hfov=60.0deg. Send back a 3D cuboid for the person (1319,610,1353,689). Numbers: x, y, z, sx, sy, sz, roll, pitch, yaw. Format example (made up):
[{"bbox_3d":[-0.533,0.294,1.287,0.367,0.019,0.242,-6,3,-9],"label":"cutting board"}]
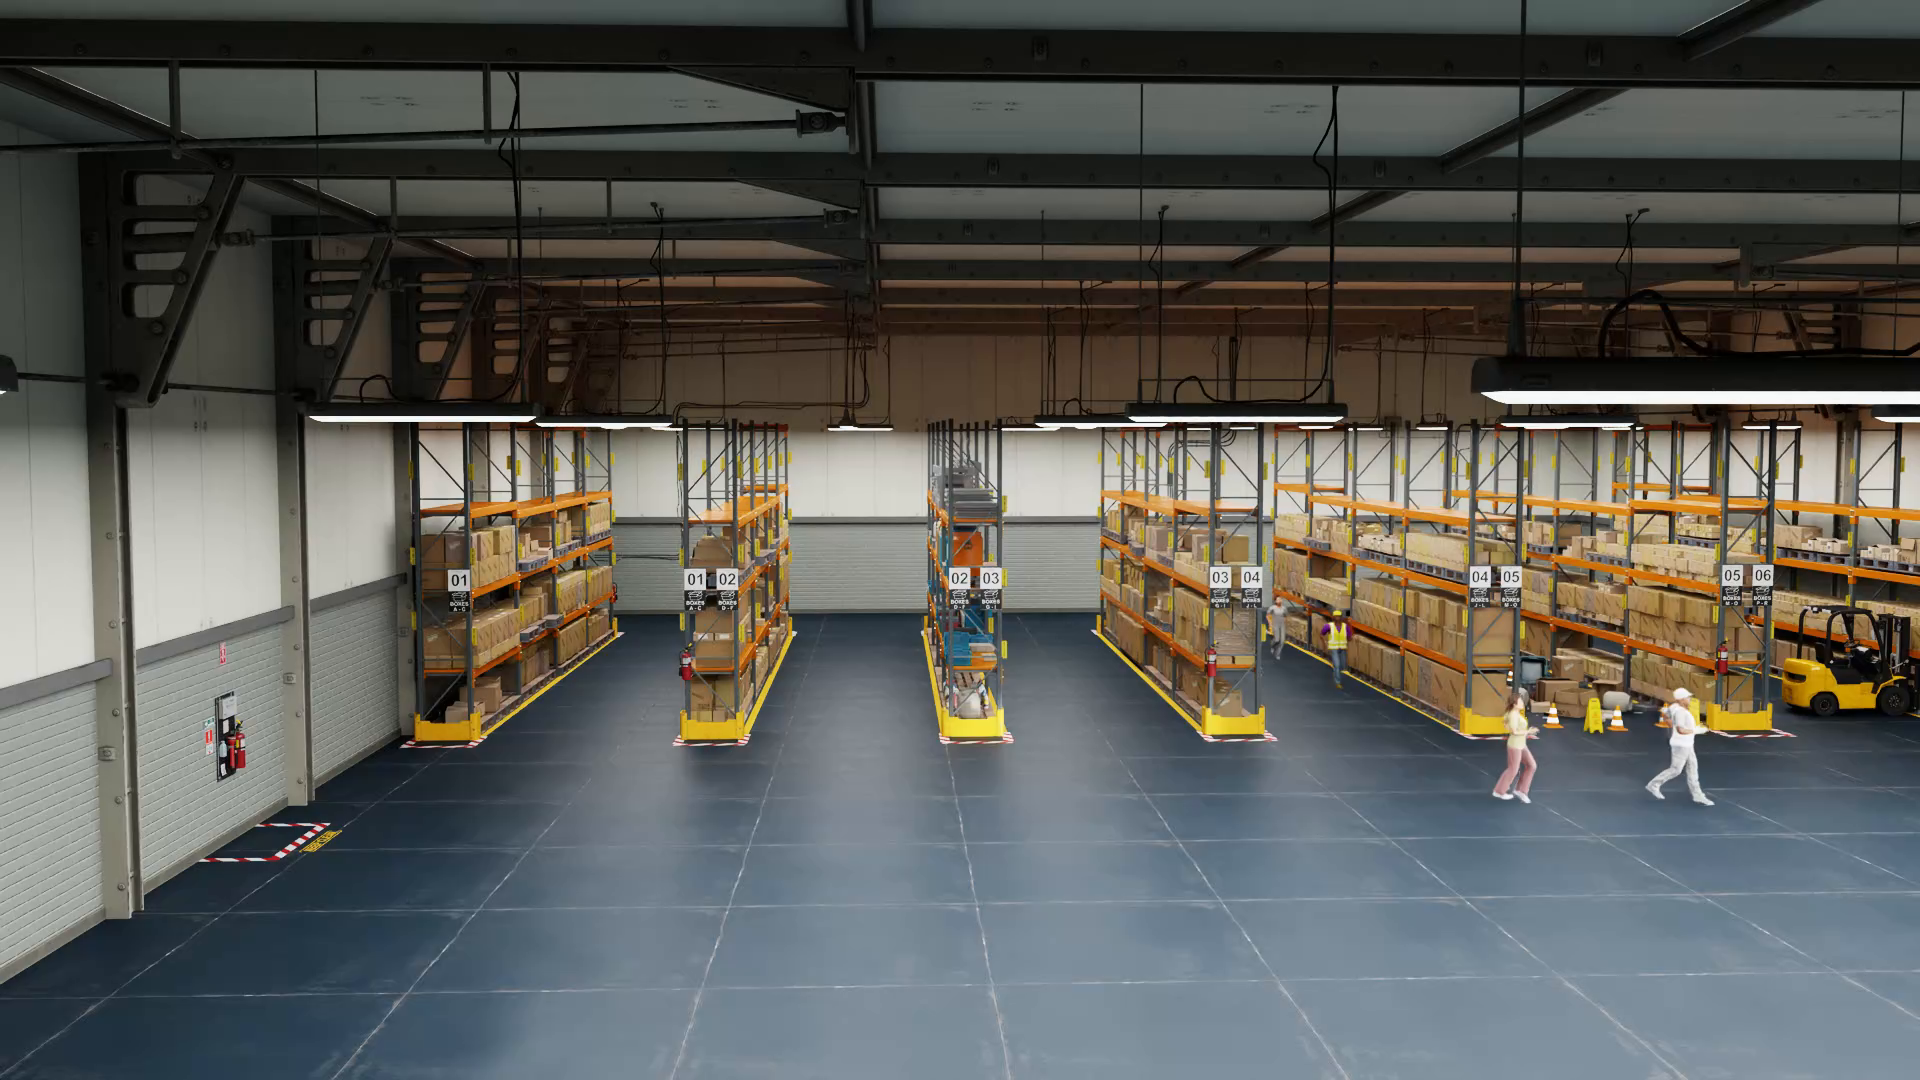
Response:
[{"bbox_3d":[8.488,2.451,37.428,0.714,1.745,0.907,0,4,-5],"label":"person"}]

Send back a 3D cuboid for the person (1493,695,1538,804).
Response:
[{"bbox_3d":[8.608,3.240,25.737,0.670,1.705,0.558,2,4,27],"label":"person"}]

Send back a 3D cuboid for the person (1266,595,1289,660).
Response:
[{"bbox_3d":[8.078,2.217,42.211,0.572,1.630,0.565,0,4,-6],"label":"person"}]

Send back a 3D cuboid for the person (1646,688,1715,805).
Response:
[{"bbox_3d":[11.086,3.166,25.555,0.978,1.787,0.682,2,4,27],"label":"person"}]
